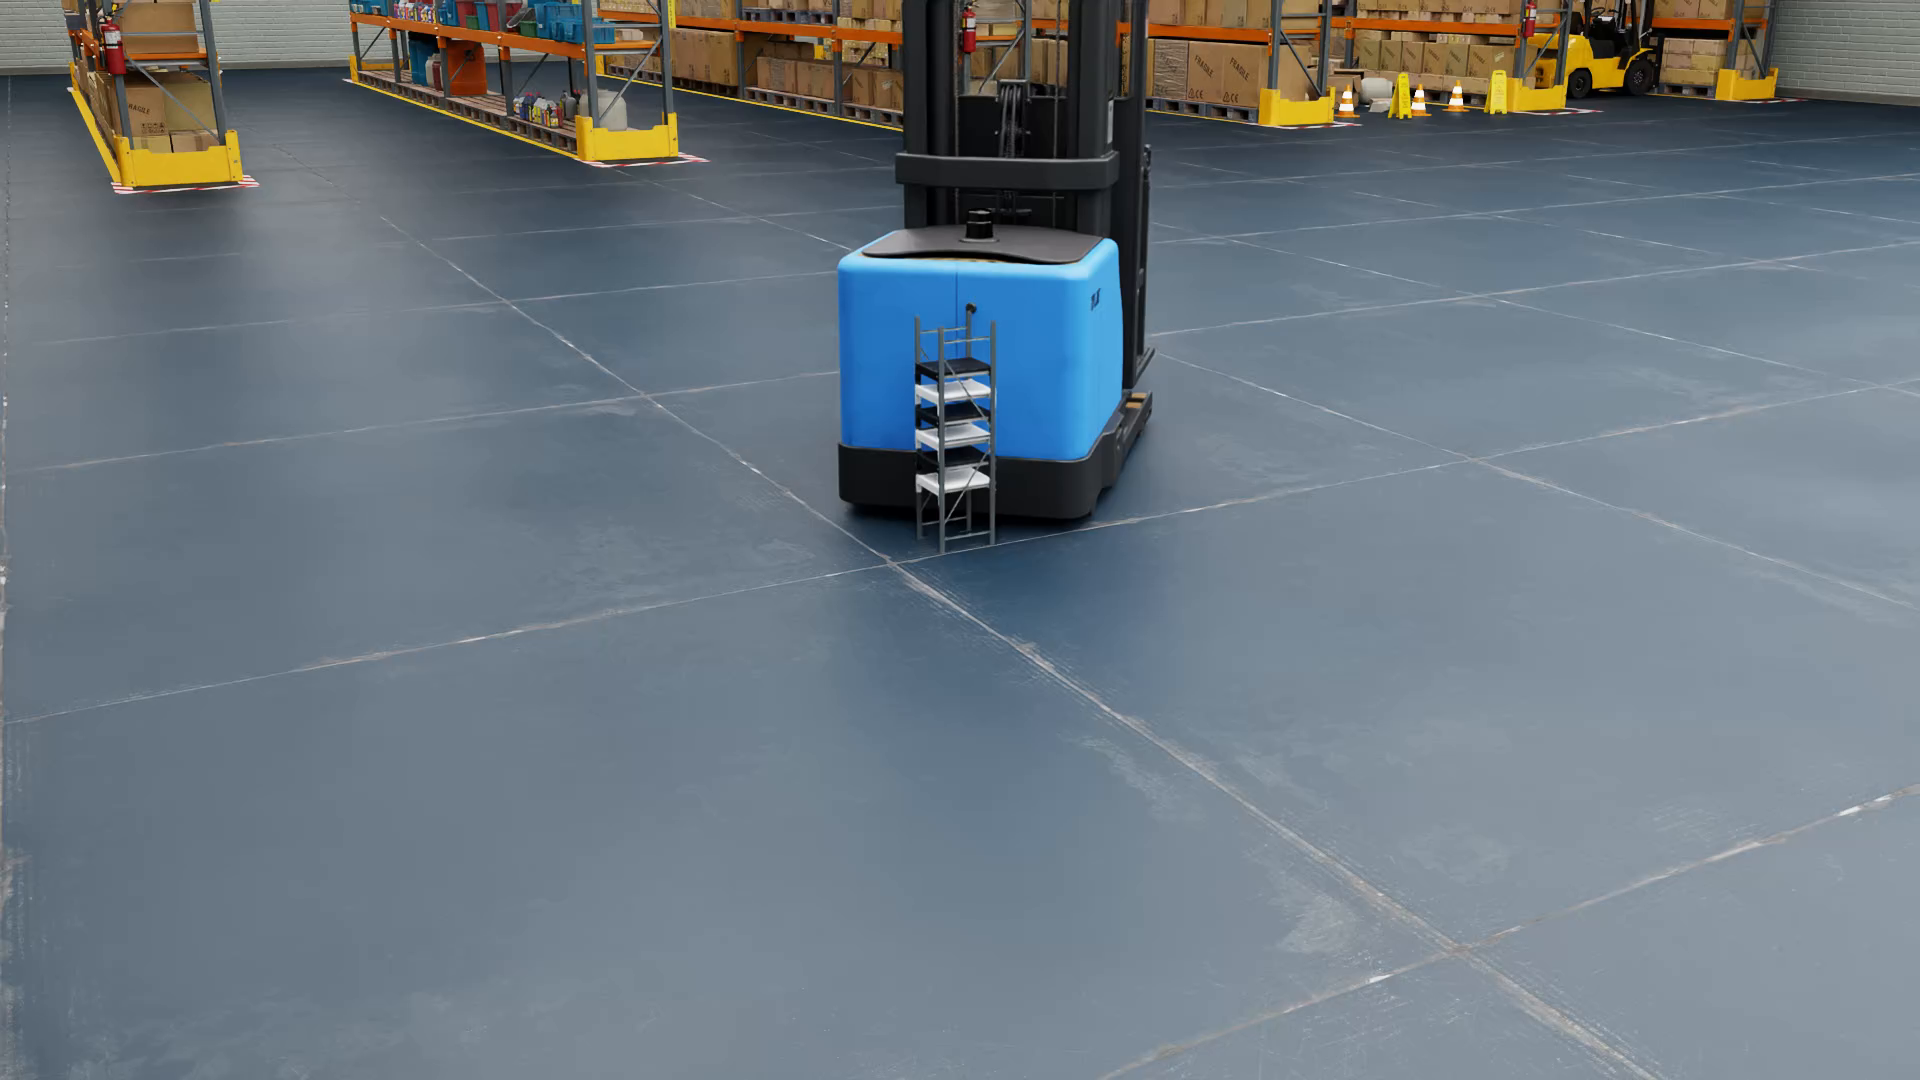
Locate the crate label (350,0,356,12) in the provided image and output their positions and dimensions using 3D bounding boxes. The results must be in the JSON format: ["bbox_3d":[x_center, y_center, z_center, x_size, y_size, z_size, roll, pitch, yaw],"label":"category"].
[{"bbox_3d":[-11.661,-10.408,32.360,0.416,0.233,0.303,-10,21,-27],"label":"crate label"}]

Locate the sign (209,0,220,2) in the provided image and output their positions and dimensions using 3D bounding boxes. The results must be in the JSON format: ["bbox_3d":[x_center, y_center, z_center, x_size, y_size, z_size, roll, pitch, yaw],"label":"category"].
[{"bbox_3d":[-7.761,-5.752,17.255,0.100,0.325,0.005,-10,21,-27],"label":"sign"}]

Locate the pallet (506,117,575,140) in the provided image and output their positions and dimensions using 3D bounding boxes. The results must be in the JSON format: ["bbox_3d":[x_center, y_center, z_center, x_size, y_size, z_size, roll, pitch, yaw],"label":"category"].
[{"bbox_3d":[-5.508,-5.619,22.590,1.003,0.211,1.213,-10,21,-27],"label":"pallet"}]

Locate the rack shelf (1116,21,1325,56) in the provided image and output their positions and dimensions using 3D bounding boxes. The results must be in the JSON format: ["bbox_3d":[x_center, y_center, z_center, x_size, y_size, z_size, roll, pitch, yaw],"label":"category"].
[{"bbox_3d":[3.931,-7.728,25.532,1.077,0.370,4.000,-10,21,-27],"label":"rack shelf"}]

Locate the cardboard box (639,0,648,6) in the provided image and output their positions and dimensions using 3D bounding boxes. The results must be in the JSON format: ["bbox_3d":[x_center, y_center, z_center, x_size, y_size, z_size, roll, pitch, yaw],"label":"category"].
[{"bbox_3d":[-5.919,-10.504,32.247,0.500,0.250,0.500,-9,21,-25],"label":"cardboard box"}]

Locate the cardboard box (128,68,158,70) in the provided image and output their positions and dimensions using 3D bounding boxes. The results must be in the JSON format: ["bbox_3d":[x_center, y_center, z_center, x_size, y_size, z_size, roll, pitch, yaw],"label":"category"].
[{"bbox_3d":[-12.016,-6.719,24.663,0.500,0.500,0.500,-9,21,-24],"label":"cardboard box"}]

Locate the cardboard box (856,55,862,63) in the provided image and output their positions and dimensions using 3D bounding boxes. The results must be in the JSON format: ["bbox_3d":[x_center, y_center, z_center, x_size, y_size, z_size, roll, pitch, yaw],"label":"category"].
[{"bbox_3d":[-2.003,-10.296,35.598,0.380,0.149,0.250,-10,21,-27],"label":"cardboard box"}]

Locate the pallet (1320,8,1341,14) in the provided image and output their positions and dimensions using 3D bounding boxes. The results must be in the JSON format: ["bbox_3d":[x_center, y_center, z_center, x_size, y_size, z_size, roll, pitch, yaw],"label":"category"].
[{"bbox_3d":[6.366,-9.934,31.115,1.003,0.211,1.213,-10,21,-27],"label":"pallet"}]

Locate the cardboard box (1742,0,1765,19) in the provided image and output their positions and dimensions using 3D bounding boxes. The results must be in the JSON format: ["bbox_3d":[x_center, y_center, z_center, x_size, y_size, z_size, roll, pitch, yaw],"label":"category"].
[{"bbox_3d":[13.565,-9.292,28.809,0.500,0.500,0.500,-9,21,-25],"label":"cardboard box"}]

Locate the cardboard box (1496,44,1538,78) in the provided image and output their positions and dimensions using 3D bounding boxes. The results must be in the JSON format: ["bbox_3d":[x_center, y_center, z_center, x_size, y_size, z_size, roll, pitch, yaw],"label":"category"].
[{"bbox_3d":[9.038,-7.824,27.129,0.500,0.500,0.500,-11,22,-28],"label":"cardboard box"}]

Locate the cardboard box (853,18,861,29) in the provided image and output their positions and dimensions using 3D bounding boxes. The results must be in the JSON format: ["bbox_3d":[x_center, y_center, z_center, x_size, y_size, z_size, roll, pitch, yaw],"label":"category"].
[{"bbox_3d":[-1.344,-7.535,24.254,0.380,0.149,0.250,-10,21,-27],"label":"cardboard box"}]

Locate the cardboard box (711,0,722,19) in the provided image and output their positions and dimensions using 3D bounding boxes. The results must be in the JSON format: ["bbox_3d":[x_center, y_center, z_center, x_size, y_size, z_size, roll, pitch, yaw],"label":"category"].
[{"bbox_3d":[-4.015,-9.346,28.964,0.500,0.500,0.500,-10,22,-27],"label":"cardboard box"}]

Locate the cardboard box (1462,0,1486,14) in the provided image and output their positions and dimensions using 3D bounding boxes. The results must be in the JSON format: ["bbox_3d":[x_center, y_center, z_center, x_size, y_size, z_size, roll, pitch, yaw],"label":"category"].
[{"bbox_3d":[8.455,-8.735,26.739,0.500,0.500,0.500,-10,21,-27],"label":"cardboard box"}]

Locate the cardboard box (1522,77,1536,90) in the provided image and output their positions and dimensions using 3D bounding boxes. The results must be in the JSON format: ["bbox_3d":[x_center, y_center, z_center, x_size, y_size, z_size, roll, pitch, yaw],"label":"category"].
[{"bbox_3d":[9.050,-7.463,27.232,0.500,0.250,0.500,-10,21,-27],"label":"cardboard box"}]

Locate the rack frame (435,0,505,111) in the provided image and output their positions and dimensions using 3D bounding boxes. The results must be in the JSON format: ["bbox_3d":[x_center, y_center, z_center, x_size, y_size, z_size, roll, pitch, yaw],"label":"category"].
[{"bbox_3d":[-7.690,-8.284,26.041,1.000,3.000,0.127,-10,21,-27],"label":"rack frame"}]

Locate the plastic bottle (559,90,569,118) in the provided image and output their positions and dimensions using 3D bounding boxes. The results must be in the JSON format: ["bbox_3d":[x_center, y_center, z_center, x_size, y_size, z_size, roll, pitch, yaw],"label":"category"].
[{"bbox_3d":[-5.358,-5.929,22.602,0.144,0.351,0.185,-10,21,-27],"label":"plastic bottle"}]

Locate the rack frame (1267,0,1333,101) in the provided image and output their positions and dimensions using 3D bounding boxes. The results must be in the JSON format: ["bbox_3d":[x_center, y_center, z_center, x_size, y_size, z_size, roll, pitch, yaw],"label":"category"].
[{"bbox_3d":[4.881,-7.494,23.751,1.000,3.000,0.127,-10,21,-27],"label":"rack frame"}]

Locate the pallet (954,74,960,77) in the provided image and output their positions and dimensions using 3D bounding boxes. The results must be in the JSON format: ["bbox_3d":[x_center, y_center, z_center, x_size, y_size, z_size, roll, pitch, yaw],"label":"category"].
[{"bbox_3d":[0.137,-9.047,32.526,1.003,0.211,1.213,-10,21,-27],"label":"pallet"}]

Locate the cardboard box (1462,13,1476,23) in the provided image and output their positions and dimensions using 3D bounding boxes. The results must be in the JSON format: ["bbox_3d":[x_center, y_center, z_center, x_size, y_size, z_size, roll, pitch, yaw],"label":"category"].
[{"bbox_3d":[8.354,-8.447,26.898,0.380,0.149,0.250,-10,21,-26],"label":"cardboard box"}]

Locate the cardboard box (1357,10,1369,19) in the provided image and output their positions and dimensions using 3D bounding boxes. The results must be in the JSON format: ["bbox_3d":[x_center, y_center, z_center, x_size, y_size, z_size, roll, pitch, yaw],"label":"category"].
[{"bbox_3d":[7.157,-9.179,29.020,0.380,0.149,0.250,-10,21,-27],"label":"cardboard box"}]

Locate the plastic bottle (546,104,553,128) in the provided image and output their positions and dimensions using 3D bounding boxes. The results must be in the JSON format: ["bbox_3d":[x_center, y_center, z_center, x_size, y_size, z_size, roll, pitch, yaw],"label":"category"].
[{"bbox_3d":[-5.220,-5.402,21.177,0.061,0.283,0.133,-9,21,-25],"label":"plastic bottle"}]

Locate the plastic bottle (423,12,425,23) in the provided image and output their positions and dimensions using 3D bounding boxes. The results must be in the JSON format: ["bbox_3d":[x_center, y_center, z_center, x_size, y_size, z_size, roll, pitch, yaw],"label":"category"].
[{"bbox_3d":[-8.637,-8.482,26.919,0.097,0.201,0.097,0,19,0],"label":"plastic bottle"}]

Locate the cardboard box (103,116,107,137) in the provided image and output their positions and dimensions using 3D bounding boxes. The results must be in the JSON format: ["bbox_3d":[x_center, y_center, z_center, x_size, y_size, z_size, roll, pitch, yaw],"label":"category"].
[{"bbox_3d":[-9.965,-4.944,19.932,0.500,0.250,0.500,-10,21,-27],"label":"cardboard box"}]

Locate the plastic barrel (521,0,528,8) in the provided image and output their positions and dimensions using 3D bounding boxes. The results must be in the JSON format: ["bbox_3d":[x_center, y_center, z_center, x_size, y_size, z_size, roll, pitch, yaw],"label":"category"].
[{"bbox_3d":[-6.052,-7.509,23.585,0.433,0.535,0.433,0,19,0],"label":"plastic barrel"}]

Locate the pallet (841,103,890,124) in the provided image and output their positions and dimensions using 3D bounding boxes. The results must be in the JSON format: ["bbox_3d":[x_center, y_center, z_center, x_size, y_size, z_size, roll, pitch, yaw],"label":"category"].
[{"bbox_3d":[-1.082,-6.398,24.848,1.003,0.211,1.213,-10,21,-27],"label":"pallet"}]

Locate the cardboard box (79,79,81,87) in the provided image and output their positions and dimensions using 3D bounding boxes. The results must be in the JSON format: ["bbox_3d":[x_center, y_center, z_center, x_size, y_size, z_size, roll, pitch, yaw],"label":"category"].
[{"bbox_3d":[-14.701,-7.745,28.173,0.380,0.149,0.250,-10,21,-27],"label":"cardboard box"}]

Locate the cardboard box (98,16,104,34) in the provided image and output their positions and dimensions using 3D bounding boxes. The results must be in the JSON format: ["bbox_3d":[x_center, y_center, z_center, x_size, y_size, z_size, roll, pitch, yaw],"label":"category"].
[{"bbox_3d":[-10.731,-6.530,21.164,0.396,0.266,0.258,-11,22,-28],"label":"cardboard box"}]

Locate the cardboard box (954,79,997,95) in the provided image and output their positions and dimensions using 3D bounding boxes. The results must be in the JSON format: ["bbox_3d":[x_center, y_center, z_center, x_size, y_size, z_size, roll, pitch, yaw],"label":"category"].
[{"bbox_3d":[0.186,-5.954,22.475,0.500,0.500,0.500,-6,20,-17],"label":"cardboard box"}]

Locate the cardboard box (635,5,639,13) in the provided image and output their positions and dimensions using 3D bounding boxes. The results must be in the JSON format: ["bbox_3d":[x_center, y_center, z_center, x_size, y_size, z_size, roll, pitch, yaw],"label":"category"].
[{"bbox_3d":[-6.153,-10.413,32.595,0.380,0.149,0.250,-10,21,-26],"label":"cardboard box"}]

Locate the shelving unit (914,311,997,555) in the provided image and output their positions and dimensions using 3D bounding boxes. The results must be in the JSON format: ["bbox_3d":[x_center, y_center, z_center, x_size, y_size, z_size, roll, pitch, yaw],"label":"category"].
[{"bbox_3d":[-0.018,-0.414,6.452,0.258,0.900,0.210,-9,21,-25],"label":"shelving unit"}]

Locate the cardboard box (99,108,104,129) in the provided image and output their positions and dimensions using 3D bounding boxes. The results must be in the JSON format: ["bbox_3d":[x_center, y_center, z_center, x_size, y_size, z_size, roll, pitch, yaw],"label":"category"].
[{"bbox_3d":[-10.604,-5.343,21.087,0.500,0.250,0.500,-10,22,-27],"label":"cardboard box"}]

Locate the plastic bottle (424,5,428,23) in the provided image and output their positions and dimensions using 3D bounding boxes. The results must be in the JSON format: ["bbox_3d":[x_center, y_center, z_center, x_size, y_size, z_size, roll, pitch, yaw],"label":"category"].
[{"bbox_3d":[-8.591,-8.487,26.827,0.097,0.271,0.097,0,19,0],"label":"plastic bottle"}]

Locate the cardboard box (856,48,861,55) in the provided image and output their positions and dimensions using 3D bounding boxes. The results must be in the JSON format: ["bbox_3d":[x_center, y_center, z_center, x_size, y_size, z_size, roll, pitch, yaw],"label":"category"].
[{"bbox_3d":[-2.018,-10.521,35.794,0.380,0.149,0.250,-9,21,-24],"label":"cardboard box"}]

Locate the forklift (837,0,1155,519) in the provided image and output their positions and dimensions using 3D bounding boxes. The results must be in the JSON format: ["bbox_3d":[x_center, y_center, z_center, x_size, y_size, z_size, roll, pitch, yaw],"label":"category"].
[{"bbox_3d":[0.341,-1.914,7.685,1.130,2.935,3.031,5,20,13],"label":"forklift"}]

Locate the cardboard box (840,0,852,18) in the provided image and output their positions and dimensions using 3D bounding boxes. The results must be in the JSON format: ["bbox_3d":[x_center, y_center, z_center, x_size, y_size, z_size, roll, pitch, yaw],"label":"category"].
[{"bbox_3d":[-1.272,-7.952,24.469,0.875,0.500,0.500,-10,21,-27],"label":"cardboard box"}]

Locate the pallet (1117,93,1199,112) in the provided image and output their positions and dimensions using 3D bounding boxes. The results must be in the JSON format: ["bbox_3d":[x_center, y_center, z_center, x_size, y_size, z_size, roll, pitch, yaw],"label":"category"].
[{"bbox_3d":[3.274,-7.094,26.866,1.003,0.211,1.213,-10,21,-27],"label":"pallet"}]

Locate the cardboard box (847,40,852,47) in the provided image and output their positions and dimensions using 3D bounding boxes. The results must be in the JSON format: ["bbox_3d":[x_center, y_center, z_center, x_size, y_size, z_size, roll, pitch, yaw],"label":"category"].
[{"bbox_3d":[-2.209,-10.724,35.926,0.380,0.149,0.250,-9,21,-25],"label":"cardboard box"}]

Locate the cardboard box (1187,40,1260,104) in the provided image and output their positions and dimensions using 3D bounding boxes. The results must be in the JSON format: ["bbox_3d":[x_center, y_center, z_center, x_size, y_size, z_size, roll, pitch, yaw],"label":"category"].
[{"bbox_3d":[4.081,-7.125,25.295,0.875,0.875,0.875,-10,22,-28],"label":"cardboard box"}]

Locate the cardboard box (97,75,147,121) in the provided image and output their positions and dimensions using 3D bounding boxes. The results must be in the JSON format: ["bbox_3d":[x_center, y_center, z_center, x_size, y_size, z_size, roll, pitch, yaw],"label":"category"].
[{"bbox_3d":[-9.732,-5.154,19.392,0.500,0.500,0.500,-10,21,-27],"label":"cardboard box"}]

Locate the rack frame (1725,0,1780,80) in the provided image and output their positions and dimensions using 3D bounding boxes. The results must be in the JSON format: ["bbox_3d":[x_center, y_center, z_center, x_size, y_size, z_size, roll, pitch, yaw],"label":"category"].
[{"bbox_3d":[13.556,-9.060,28.288,1.000,3.000,0.127,-10,21,-27],"label":"rack frame"}]

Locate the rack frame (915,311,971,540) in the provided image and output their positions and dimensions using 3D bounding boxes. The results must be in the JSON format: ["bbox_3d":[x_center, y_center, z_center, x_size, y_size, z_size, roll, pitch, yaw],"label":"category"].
[{"bbox_3d":[-0.064,-0.444,6.538,0.240,0.900,0.006,-9,21,-25],"label":"rack frame"}]

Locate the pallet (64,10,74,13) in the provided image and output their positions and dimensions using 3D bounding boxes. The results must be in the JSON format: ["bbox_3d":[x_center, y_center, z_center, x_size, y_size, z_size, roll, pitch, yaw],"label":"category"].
[{"bbox_3d":[-13.667,-8.329,26.466,1.003,0.211,1.213,-10,21,-27],"label":"pallet"}]

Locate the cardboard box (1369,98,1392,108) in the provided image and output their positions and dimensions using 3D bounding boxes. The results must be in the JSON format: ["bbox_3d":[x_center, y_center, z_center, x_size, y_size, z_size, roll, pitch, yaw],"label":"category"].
[{"bbox_3d":[6.789,-7.005,26.705,0.380,0.149,0.250,1,19,2],"label":"cardboard box"}]

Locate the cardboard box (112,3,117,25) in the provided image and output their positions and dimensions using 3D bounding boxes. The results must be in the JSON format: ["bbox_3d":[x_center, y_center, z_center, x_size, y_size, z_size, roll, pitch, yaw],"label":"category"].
[{"bbox_3d":[-8.947,-5.698,18.393,0.700,0.500,0.500,-10,21,-26],"label":"cardboard box"}]

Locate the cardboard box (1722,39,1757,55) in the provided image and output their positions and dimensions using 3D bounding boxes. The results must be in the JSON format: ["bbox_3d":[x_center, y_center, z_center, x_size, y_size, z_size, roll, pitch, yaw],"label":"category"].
[{"bbox_3d":[13.494,-8.598,28.990,0.500,0.250,0.500,-10,22,-27],"label":"cardboard box"}]

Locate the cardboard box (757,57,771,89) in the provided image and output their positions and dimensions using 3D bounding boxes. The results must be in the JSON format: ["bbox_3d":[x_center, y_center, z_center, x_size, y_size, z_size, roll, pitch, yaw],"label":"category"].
[{"bbox_3d":[-2.995,-7.889,28.052,0.700,0.500,0.500,-11,22,-30],"label":"cardboard box"}]

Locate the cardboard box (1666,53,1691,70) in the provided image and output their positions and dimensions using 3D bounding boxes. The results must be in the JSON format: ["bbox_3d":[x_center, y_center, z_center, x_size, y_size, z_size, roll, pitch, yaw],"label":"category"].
[{"bbox_3d":[12.821,-8.432,29.273,0.500,0.250,0.500,-10,22,-27],"label":"cardboard box"}]

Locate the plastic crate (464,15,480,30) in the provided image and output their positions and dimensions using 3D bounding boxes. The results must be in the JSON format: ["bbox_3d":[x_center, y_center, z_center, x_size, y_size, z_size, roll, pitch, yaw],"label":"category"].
[{"bbox_3d":[-6.866,-7.492,24.070,0.450,0.188,0.662,-10,21,-27],"label":"plastic crate"}]

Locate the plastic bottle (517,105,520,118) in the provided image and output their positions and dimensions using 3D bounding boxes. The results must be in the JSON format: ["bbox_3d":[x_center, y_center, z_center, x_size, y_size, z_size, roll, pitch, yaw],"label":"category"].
[{"bbox_3d":[-5.928,-5.803,22.467,0.097,0.201,0.097,0,19,0],"label":"plastic bottle"}]

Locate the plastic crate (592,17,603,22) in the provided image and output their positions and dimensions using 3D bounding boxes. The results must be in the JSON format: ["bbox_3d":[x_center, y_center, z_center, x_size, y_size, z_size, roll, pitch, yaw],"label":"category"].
[{"bbox_3d":[-5.026,-6.790,21.938,0.499,0.251,0.616,-10,21,-27],"label":"plastic crate"}]
